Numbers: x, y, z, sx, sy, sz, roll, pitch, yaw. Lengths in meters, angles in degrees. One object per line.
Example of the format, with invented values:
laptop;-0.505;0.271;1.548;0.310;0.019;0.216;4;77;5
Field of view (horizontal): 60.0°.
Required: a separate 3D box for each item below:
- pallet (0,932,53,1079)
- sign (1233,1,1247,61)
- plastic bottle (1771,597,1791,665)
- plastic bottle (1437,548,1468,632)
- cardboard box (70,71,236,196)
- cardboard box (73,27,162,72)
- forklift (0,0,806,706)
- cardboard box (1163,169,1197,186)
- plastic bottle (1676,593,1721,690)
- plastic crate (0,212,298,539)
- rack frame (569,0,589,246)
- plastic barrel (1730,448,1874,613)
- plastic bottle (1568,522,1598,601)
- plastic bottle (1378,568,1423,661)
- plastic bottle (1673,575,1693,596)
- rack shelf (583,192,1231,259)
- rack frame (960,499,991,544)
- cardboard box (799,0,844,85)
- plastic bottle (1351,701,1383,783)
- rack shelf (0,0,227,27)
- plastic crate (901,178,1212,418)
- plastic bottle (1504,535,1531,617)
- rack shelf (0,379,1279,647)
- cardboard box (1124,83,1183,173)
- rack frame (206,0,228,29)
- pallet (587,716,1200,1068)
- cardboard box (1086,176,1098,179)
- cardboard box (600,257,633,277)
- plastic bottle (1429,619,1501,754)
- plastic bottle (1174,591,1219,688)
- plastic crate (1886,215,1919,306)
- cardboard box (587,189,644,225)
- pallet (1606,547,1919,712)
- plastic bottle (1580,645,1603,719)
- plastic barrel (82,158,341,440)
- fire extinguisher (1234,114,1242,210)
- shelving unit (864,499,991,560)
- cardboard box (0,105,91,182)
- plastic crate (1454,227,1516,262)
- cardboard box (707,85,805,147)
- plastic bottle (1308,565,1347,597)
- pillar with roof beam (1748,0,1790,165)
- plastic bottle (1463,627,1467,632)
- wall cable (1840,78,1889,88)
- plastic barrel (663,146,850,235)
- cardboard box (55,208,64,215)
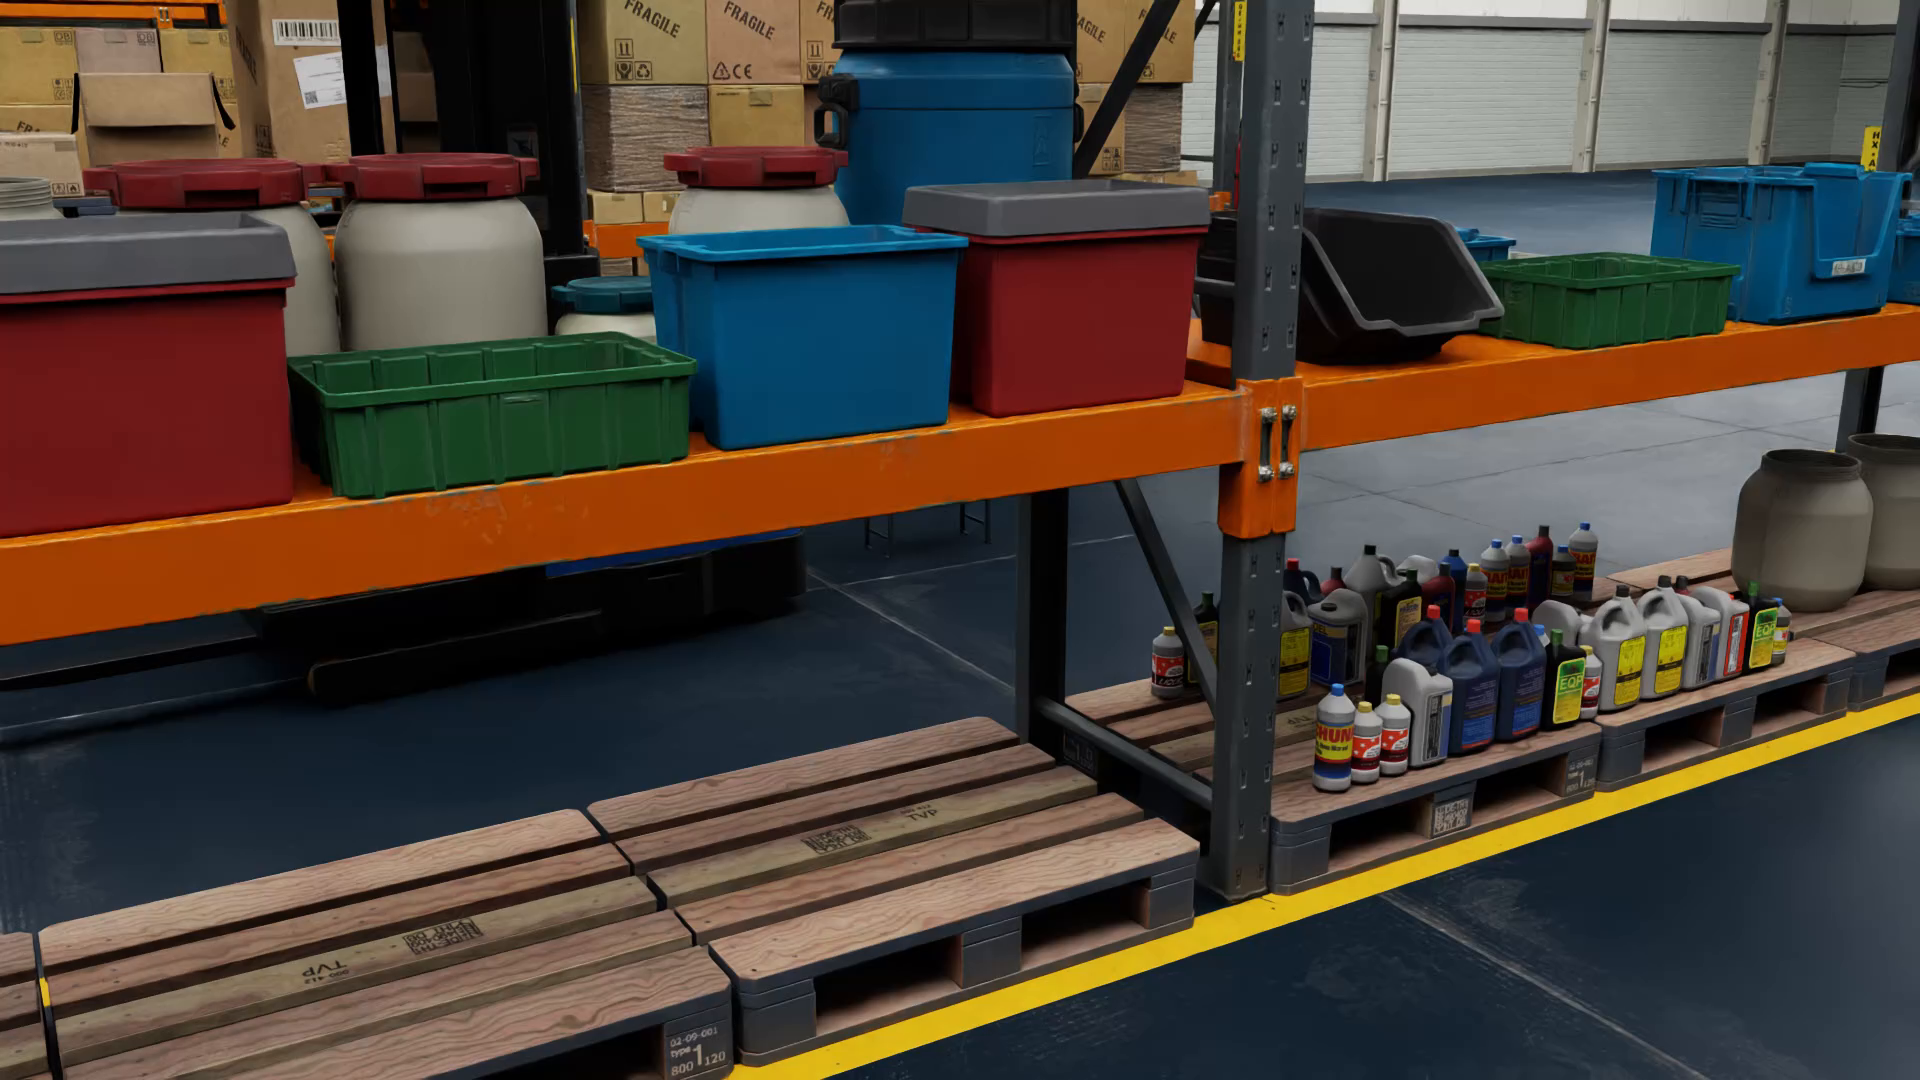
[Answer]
pallet;-2.276;1.145;2.936;1.213;0.211;1.003;-9;18;-30
sign;1.615;-2.936;9.595;0.005;0.325;0.100;-9;18;-30
plastic bottle;2.549;0.281;5.220;0.097;0.201;0.097;0;16;0
plastic bottle;1.630;0.160;5.521;0.097;0.271;0.097;0;16;0
cardboard box;-3.520;-1.791;7.272;0.637;0.503;0.797;-7;17;-24
cardboard box;-5.846;-3.280;11.516;0.500;0.500;0.700;-9;18;-29
forklift;-2.103;-1.027;5.644;3.031;2.935;1.130;-10;19;-33
cardboard box;1.209;-2.149;9.984;0.250;0.149;0.380;-9;18;-30
plastic bottle;2.200;0.293;5.039;0.135;0.276;0.152;-10;18;-31
plastic crate;-1.417;-0.284;2.747;0.583;0.464;0.402;-9;18;-30
rack frame;-2.082;-1.801;8.279;0.127;3.000;1.000;-9;18;-30
plastic barrel;2.943;-0.037;5.815;0.421;0.512;0.421;0;16;0
plastic bottle;2.183;0.070;5.841;0.097;0.271;0.097;0;16;0
plastic bottle;1.389;0.233;5.239;0.133;0.283;0.061;-9;18;-30
plastic bottle;2.264;0.245;5.194;0.133;0.283;0.061;-9;18;-30
rack shelf;-0.368;-1.733;9.368;4.000;0.370;1.077;-9;18;-30
rack frame;0.067;-0.589;7.287;0.015;1.200;0.240;-9;18;-30
cardboard box;-0.709;-2.617;8.600;0.500;0.500;0.500;-9;18;-30
plastic bottle;1.055;0.523;4.356;0.097;0.201;0.097;0;16;0
rack shelf;-8.900;-4.914;15.159;4.000;0.370;1.077;-9;18;-30
plastic crate;0.211;-0.548;3.689;0.583;0.464;0.402;-9;18;-30
plastic bottle;1.889;0.118;5.671;0.097;0.271;0.097;0;16;0
rack shelf;-1.246;-0.031;3.296;4.000;0.370;1.077;-9;18;-30
cardboard box;0.861;-2.479;9.959;0.500;0.500;0.875;-9;18;-30
rack frame;-7.186;-4.094;16.458;0.127;3.000;1.000;-9;18;-30
pallet;-0.184;0.805;4.146;1.213;0.211;1.003;-9;18;-30
cardboard box;0.584;-2.037;9.583;0.250;0.149;0.380;-9;18;-30
cardboard box;-3.204;-2.340;13.357;0.875;0.875;0.875;-9;18;-29
plastic bottle;1.374;0.392;4.547;0.185;0.351;0.144;-9;18;-28
plastic bottle;0.711;0.297;5.009;0.133;0.283;0.061;-8;18;-27
plastic crate;3.063;-0.912;5.382;0.408;0.251;0.499;-9;18;-30
cardboard box;-1.743;-1.641;8.171;0.250;0.149;0.380;-9;18;-30
pallet;3.157;0.264;6.076;1.213;0.211;1.003;-9;18;-30
plastic bottle;1.791;0.404;4.781;0.097;0.201;0.097;0;16;0
plastic barrel;-1.464;-0.476;3.301;0.433;0.535;0.433;0;16;0
fire extinguisher;1.682;-2.229;9.949;0.183;0.674;0.296;-9;18;-30
shelving unit;-0.142;-0.555;7.166;0.503;1.200;0.258;-9;18;-30
cardboard box;-6.160;-2.665;11.175;0.500;0.500;0.500;-9;18;-30
plastic crate;1.278;-0.800;4.984;0.616;0.251;0.499;-9;18;-30
cardboard box;-1.218;-2.102;8.616;0.500;0.500;0.875;-9;18;-30
plastic bottle;1.155;0.225;5.266;0.133;0.283;0.061;-8;17;-26
pillar with roof beam;20.555;-11.973;33.449;0.400;9.000;9.100;-9;18;-30
plastic bottle;1.436;0.382;4.729;0.097;0.271;0.097;0;16;0
wall cable;21.544;-11.577;37.791;0.112;2.526;3.097;-9;18;-30
plastic barrel;-0.464;-0.639;3.879;0.433;0.535;0.433;0;16;0
cardboard box;-10.856;-4.120;20.171;0.625;0.625;0.875;-9;18;-30
